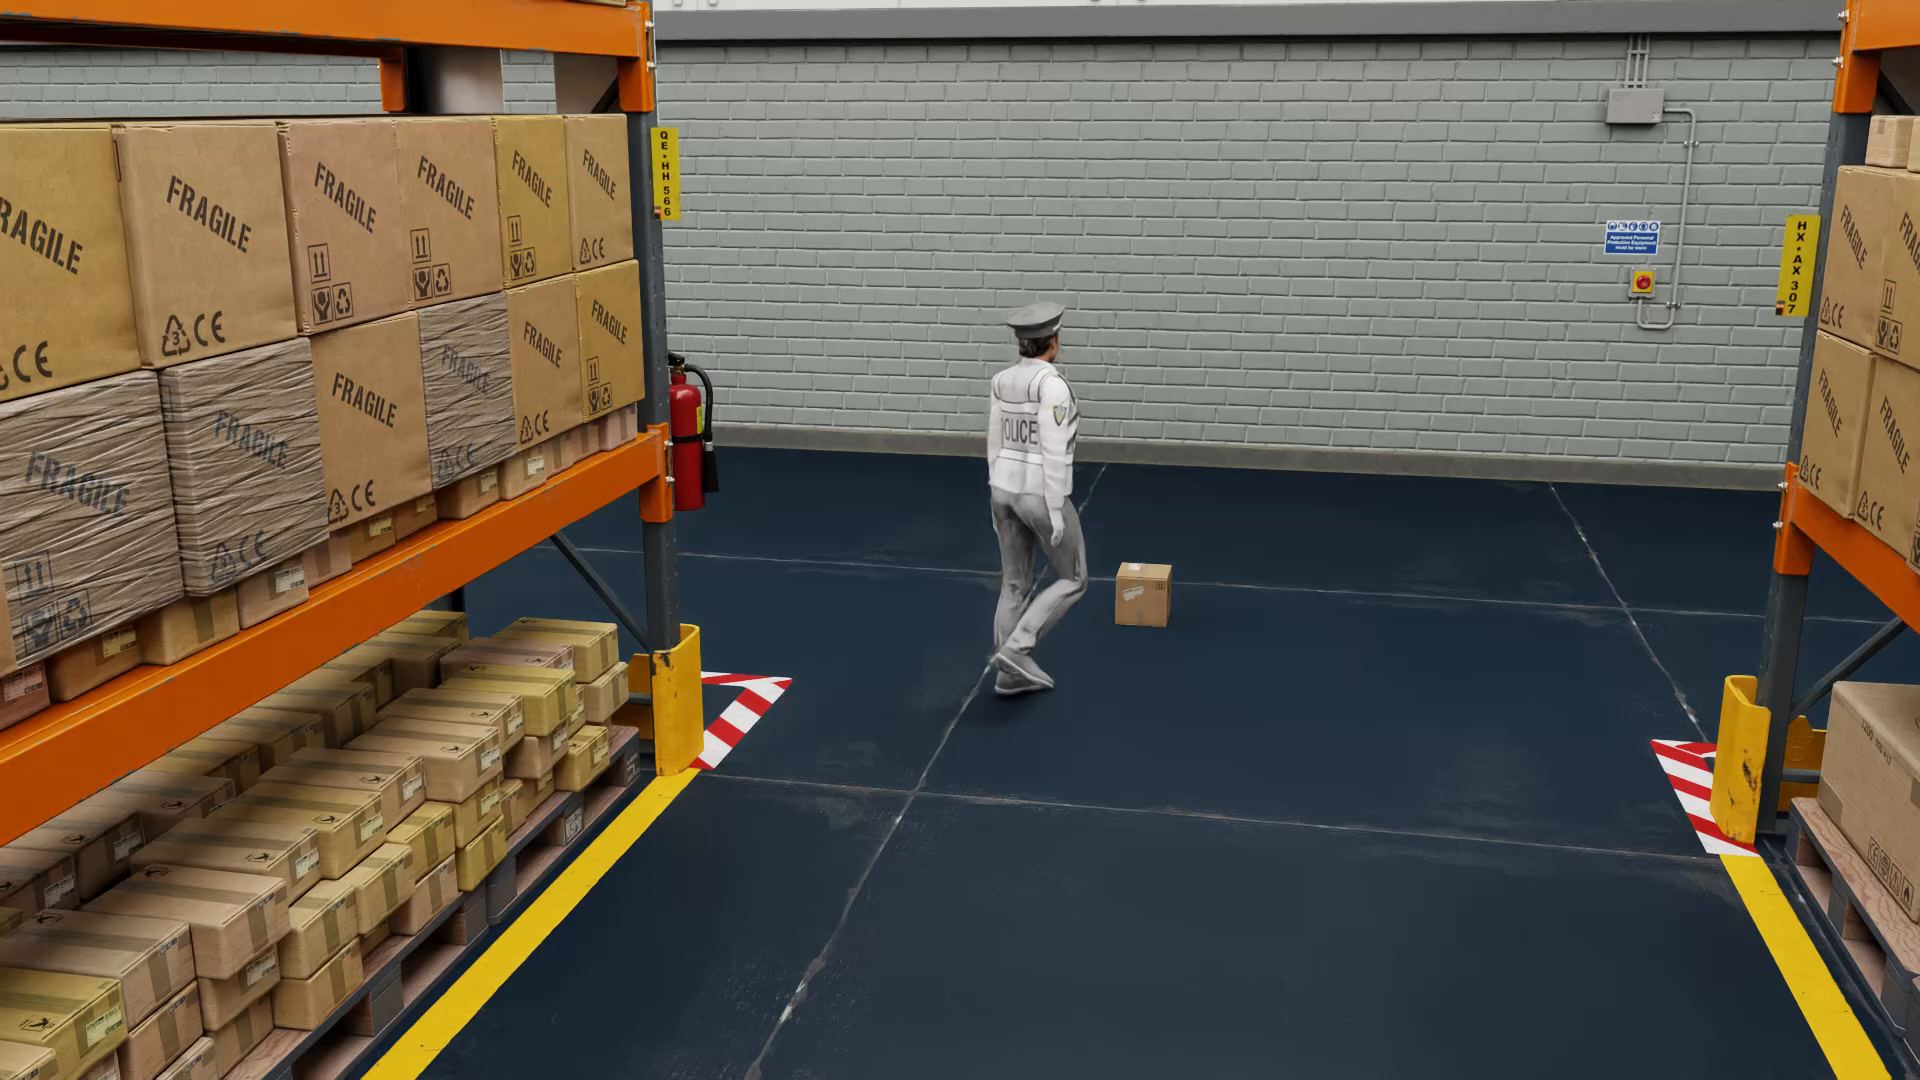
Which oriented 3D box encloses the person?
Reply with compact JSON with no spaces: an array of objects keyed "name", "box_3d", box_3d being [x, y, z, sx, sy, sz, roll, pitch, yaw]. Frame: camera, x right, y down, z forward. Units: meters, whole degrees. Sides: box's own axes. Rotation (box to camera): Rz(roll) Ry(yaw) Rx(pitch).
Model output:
[{"name":"person","box_3d":[0.270,-0.156,7.036,0.483,1.672,0.523,-12,19,-39]}]
